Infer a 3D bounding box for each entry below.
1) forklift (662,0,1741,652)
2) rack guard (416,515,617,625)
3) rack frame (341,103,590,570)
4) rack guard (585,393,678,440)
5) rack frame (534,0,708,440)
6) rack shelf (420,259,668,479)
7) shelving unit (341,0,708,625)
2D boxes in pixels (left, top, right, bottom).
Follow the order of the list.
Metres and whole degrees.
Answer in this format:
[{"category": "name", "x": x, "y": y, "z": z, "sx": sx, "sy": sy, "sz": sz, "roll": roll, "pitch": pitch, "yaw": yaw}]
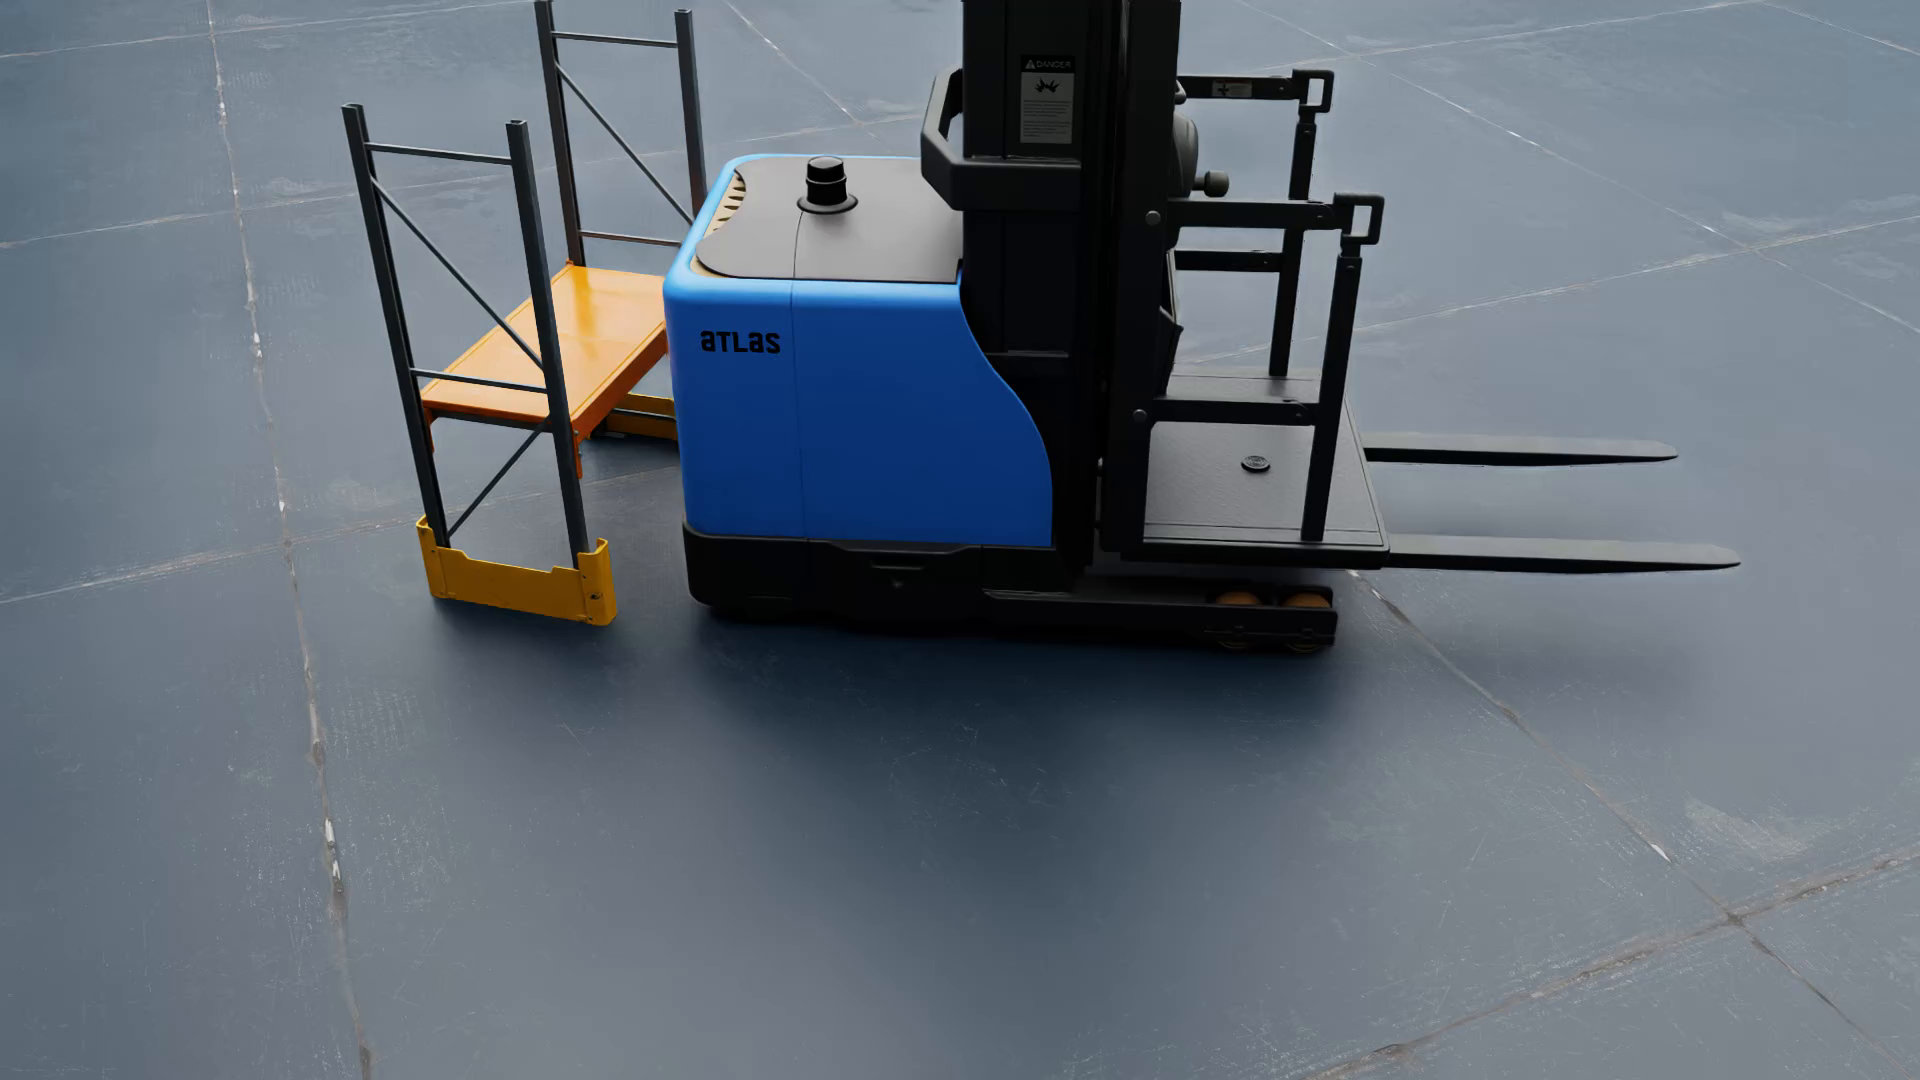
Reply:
[{"category": "forklift", "x": 0.740, "y": -1.210, "z": 4.422, "sx": 3.031, "sy": 2.935, "sz": 1.130, "roll": 2, "pitch": 33, "yaw": 3}, {"category": "rack guard", "x": -1.303, "y": 0.084, "z": 4.892, "sx": 0.587, "sy": 0.250, "sz": 0.087, "roll": 9, "pitch": 34, "yaw": 13}, {"category": "rack frame", "x": -1.308, "y": -0.430, "z": 4.536, "sx": 0.500, "sy": 1.500, "sz": 0.032, "roll": 9, "pitch": 34, "yaw": 13}, {"category": "rack guard", "x": -1.036, "y": -0.440, "z": 5.697, "sx": 0.587, "sy": 0.250, "sz": 0.087, "roll": 9, "pitch": 34, "yaw": 13}, {"category": "rack frame", "x": -1.036, "y": -0.964, "z": 5.357, "sx": 0.500, "sy": 1.500, "sz": 0.032, "roll": 9, "pitch": 34, "yaw": 13}, {"category": "rack shelf", "x": -1.172, "y": -0.546, "z": 5.044, "sx": 0.538, "sy": 0.185, "sz": 1.000, "roll": 9, "pitch": 34, "yaw": 13}, {"category": "shelving unit", "x": -1.170, "y": -0.702, "z": 4.954, "sx": 0.587, "sy": 1.500, "sz": 1.083, "roll": 9, "pitch": 34, "yaw": 13}]
